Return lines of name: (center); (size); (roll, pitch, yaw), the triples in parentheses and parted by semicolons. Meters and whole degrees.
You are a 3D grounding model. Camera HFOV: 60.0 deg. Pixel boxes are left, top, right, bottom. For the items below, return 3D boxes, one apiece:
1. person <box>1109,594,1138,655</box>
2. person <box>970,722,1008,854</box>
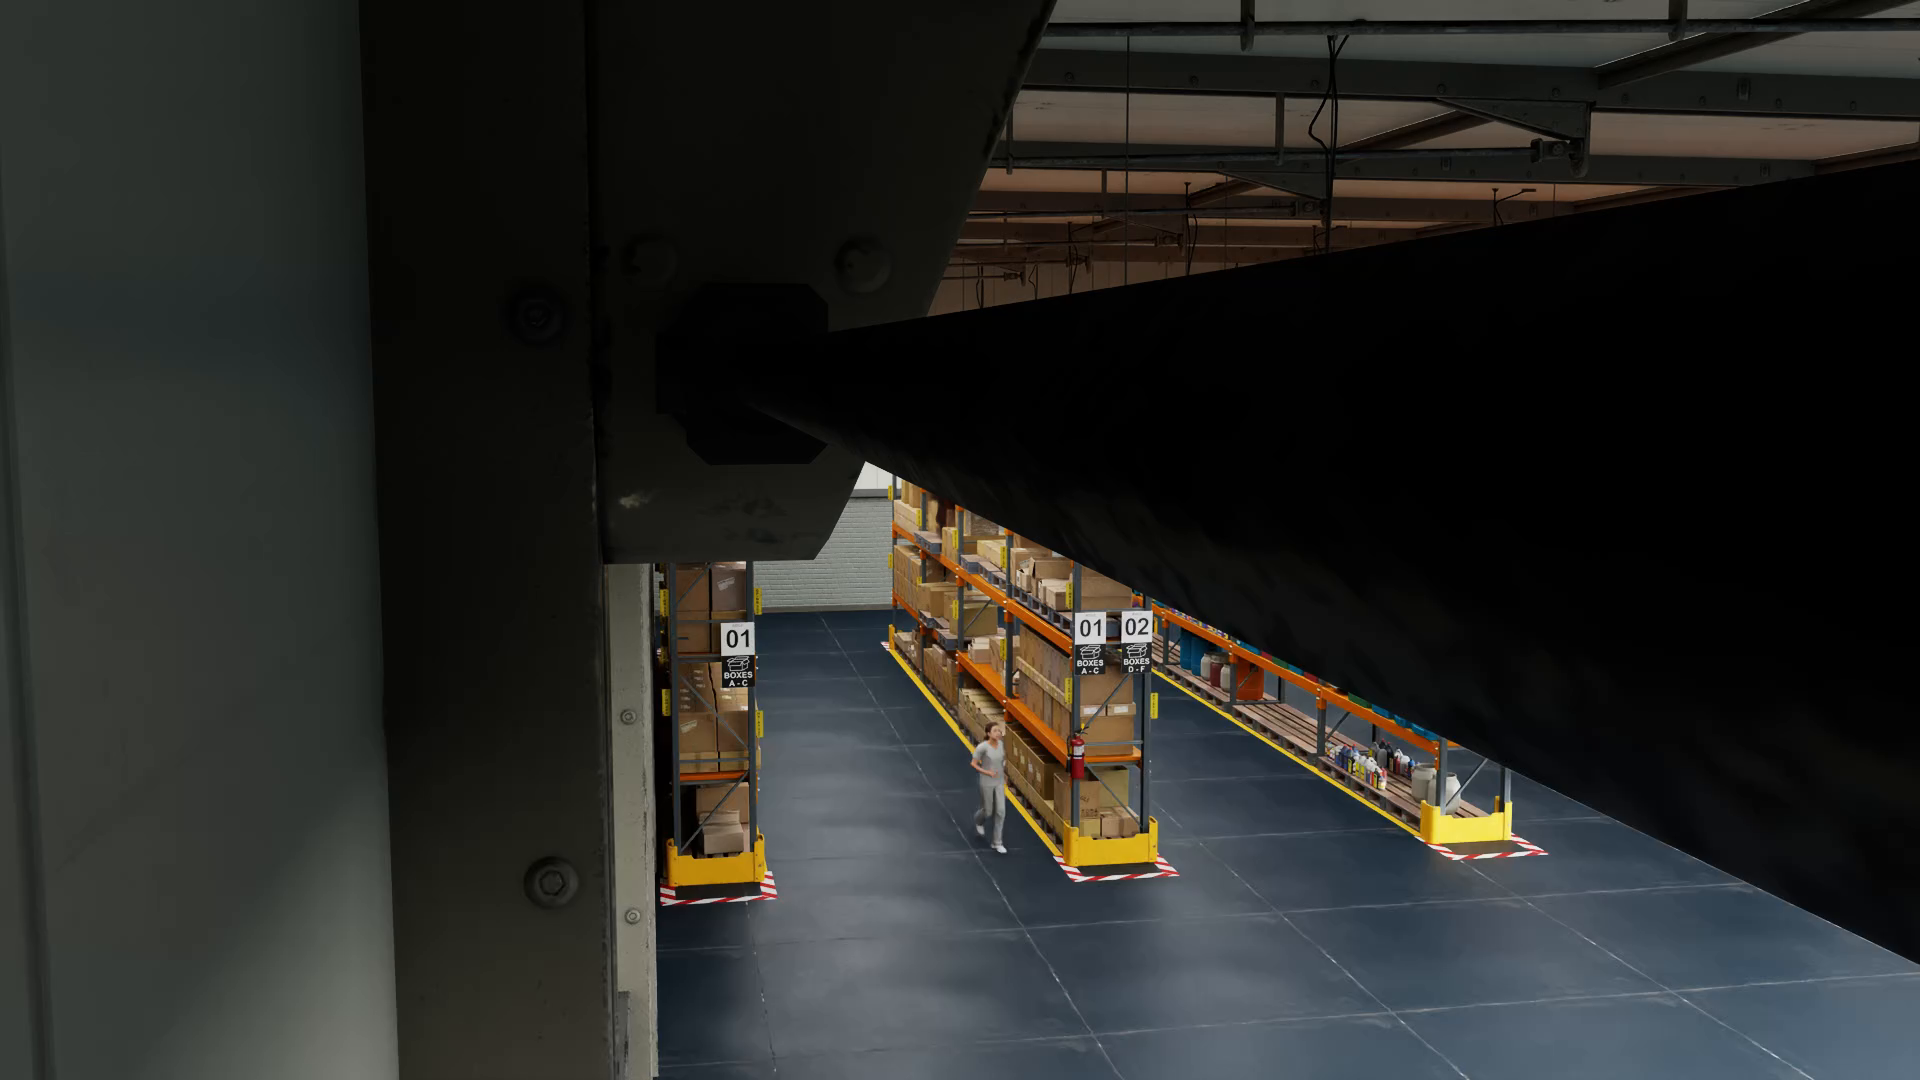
person: (3.134, 1.644, 32.619); (0.701, 1.835, 0.720); (-1, 6, -6)
person: (0.383, 3.179, 21.630); (0.563, 1.670, 0.814); (-3, 7, -29)
